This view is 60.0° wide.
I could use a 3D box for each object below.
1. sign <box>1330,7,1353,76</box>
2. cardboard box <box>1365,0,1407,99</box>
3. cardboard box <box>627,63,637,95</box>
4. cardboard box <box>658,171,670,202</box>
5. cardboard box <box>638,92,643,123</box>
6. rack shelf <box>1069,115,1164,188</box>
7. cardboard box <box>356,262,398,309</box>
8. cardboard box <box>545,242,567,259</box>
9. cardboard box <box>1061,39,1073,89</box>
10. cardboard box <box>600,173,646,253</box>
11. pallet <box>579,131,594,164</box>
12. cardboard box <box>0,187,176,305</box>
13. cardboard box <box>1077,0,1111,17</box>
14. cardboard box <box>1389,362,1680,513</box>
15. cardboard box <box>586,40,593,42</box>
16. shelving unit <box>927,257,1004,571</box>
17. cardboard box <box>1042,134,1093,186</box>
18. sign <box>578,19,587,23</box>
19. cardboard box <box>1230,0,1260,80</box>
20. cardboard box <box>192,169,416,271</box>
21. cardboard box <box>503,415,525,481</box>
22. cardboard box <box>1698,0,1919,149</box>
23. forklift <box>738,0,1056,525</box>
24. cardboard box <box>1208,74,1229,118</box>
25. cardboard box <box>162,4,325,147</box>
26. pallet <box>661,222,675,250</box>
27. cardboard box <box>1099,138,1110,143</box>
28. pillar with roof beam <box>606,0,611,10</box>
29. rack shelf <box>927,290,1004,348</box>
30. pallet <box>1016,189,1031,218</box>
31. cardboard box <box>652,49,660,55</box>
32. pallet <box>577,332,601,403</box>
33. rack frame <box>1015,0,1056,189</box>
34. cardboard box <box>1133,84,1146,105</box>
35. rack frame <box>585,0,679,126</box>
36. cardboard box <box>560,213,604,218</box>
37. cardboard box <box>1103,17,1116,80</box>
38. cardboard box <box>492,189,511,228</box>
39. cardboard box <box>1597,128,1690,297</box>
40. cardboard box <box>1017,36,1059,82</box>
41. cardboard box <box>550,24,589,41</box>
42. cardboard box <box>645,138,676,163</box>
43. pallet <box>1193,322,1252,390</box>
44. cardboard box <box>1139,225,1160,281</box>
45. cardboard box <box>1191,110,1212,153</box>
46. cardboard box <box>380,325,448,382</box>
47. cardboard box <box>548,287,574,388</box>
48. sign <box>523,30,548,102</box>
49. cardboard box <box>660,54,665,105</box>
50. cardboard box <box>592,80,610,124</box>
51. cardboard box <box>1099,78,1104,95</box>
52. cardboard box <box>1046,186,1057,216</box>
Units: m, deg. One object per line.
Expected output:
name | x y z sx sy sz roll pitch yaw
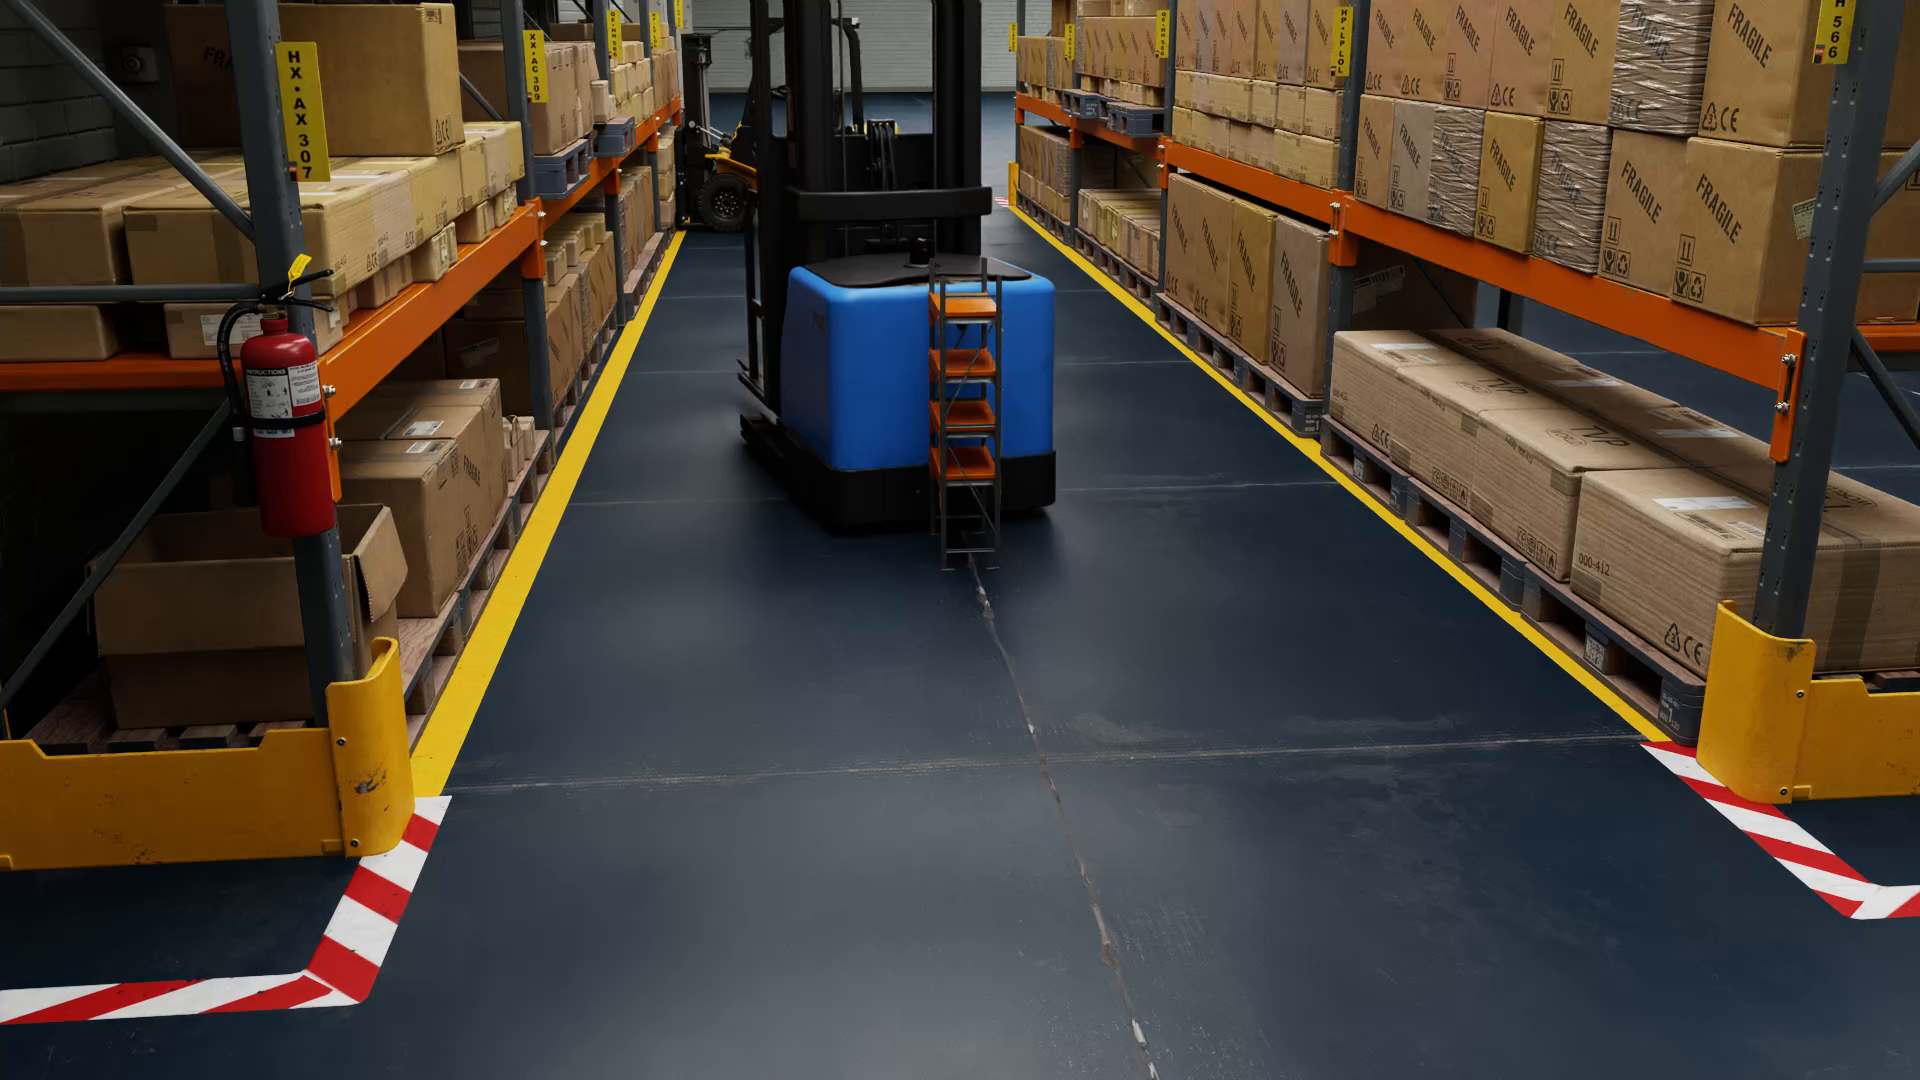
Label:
sign | 1.869 -2.435 8.124 0.100 0.325 0.005 -2 18 -6
cardboard box | 2.216 -2.315 7.707 0.500 0.500 0.500 -2 18 -5
cardboard box | -2.909 -3.741 13.501 0.500 0.250 0.500 -2 17 -5
cardboard box | -3.097 -3.449 16.211 0.500 0.250 0.500 -2 18 -6
cardboard box | -2.964 -3.657 14.067 0.500 0.250 0.500 -2 18 -5
rack shelf | 1.788 -3.384 14.150 1.077 0.370 4.000 -2 18 -6
cardboard box | -1.977 -0.809 5.165 0.380 0.149 0.250 -1 17 -4
cardboard box | -2.556 -1.684 9.923 0.380 0.149 0.250 -2 18 -5
cardboard box | 1.289 -4.638 16.277 0.500 0.500 0.500 -2 18 -7
cardboard box | -3.217 -2.850 14.509 0.875 0.625 0.625 -2 18 -6
pallet | -2.737 -2.306 9.835 1.003 0.211 1.213 -2 18 -6
cardboard box | -2.428 -0.793 4.448 0.500 0.250 0.500 -1 17 -4
cardboard box | 1.279 -4.872 15.239 0.380 0.149 0.250 -2 18 -6
cardboard box | 2.458 -0.461 7.213 0.875 0.438 0.875 -2 18 -7
cardboard box | -3.643 -4.614 15.616 0.380 0.149 0.250 -2 18 -6
shelving unit | 0.017 -0.523 6.840 0.258 1.200 0.503 -2 18 -6
cardboard box | 1.146 -4.041 17.678 0.500 0.500 0.500 -1 17 -3
sign | -4.320 -5.796 19.053 0.100 0.325 0.005 -2 18 -6
cardboard box | 1.950 -3.049 10.045 0.500 0.500 0.500 -1 17 -5
cardboard box | -1.948 -0.958 4.973 0.500 0.250 0.500 -2 17 -5
cardboard box | -2.143 -0.418 7.364 0.396 0.266 0.258 -1 17 -4
cardboard box | 2.533 -1.409 4.821 0.500 0.500 0.500 -1 17 -4
forklift | -0.518 -1.867 8.230 1.130 2.935 3.031 -6 18 -17
cardboard box | 1.893 -2.837 10.621 0.500 0.250 0.500 -2 18 -6
cardboard box | -2.641 -1.762 6.282 0.500 0.500 0.500 -2 18 -7
pallet | -3.395 -3.077 16.624 1.003 0.211 1.213 -2 18 -6
cardboard box | 1.723 -3.913 17.270 0.500 0.500 0.500 -1 17 -3
pillar with roof beam | -0.929 -9.908 23.713 9.100 9.000 0.400 -2 18 -6
rack shelf | 0.017 -0.898 6.723 0.258 0.148 0.480 -2 18 -6
pallet | 1.226 -3.919 19.307 1.003 0.211 1.213 -2 18 -6
cardboard box | -3.160 -4.859 16.396 0.380 0.149 0.250 -1 17 -4
pallet | -2.780 -1.060 10.202 1.003 0.211 1.213 -2 18 -6
rack frame | 1.170 -5.515 19.736 1.000 3.000 0.127 -2 18 -6
cardboard box | 1.557 -3.454 12.888 0.380 0.149 0.250 -2 18 -6
rack frame | -3.767 -5.360 19.244 1.000 3.000 0.127 -2 18 -6
cardboard box | -2.639 -2.155 11.422 0.380 0.149 0.250 -3 18 -8
cardboard box | 1.499 -4.115 13.912 0.500 0.500 0.500 -2 18 -8
cardboard box | -2.146 -1.425 7.126 0.380 0.149 0.250 -1 17 -4
cardboard box | 2.470 -1.081 5.446 0.500 0.500 0.500 -2 18 -7
cardboard box | 0.943 -5.555 19.199 0.500 0.500 0.500 -2 18 -6
cardboard box | -3.688 -4.754 15.564 0.380 0.149 0.250 -2 18 -6
cardboard box | -3.198 -3.989 17.094 0.500 0.250 0.500 -1 17 -4
pallet | 2.124 -1.201 10.651 1.003 0.211 1.213 -2 18 -6
cardboard box | 1.946 -2.247 13.012 0.950 0.372 0.625 -3 18 -9
cardboard box | 1.866 -2.754 11.192 0.500 0.250 0.500 -2 18 -7
cardboard box | -2.874 -0.930 8.604 0.500 0.500 0.500 -2 18 -6
cardboard box | -2.420 -1.102 9.153 0.500 0.500 0.500 -2 18 -6
sign | -1.991 -2.217 7.787 0.100 0.325 0.005 -2 18 -6
cardboard box | -3.264 -4.662 16.853 0.500 0.500 0.500 -2 18 -6
cardboard box | -2.511 -2.801 10.642 0.500 0.250 0.500 -3 18 -8
cardboard box | 1.432 -3.995 14.611 0.380 0.149 0.250 -2 17 -5
cardboard box | 1.189 -3.538 17.328 0.500 0.250 0.500 -2 18 -7
